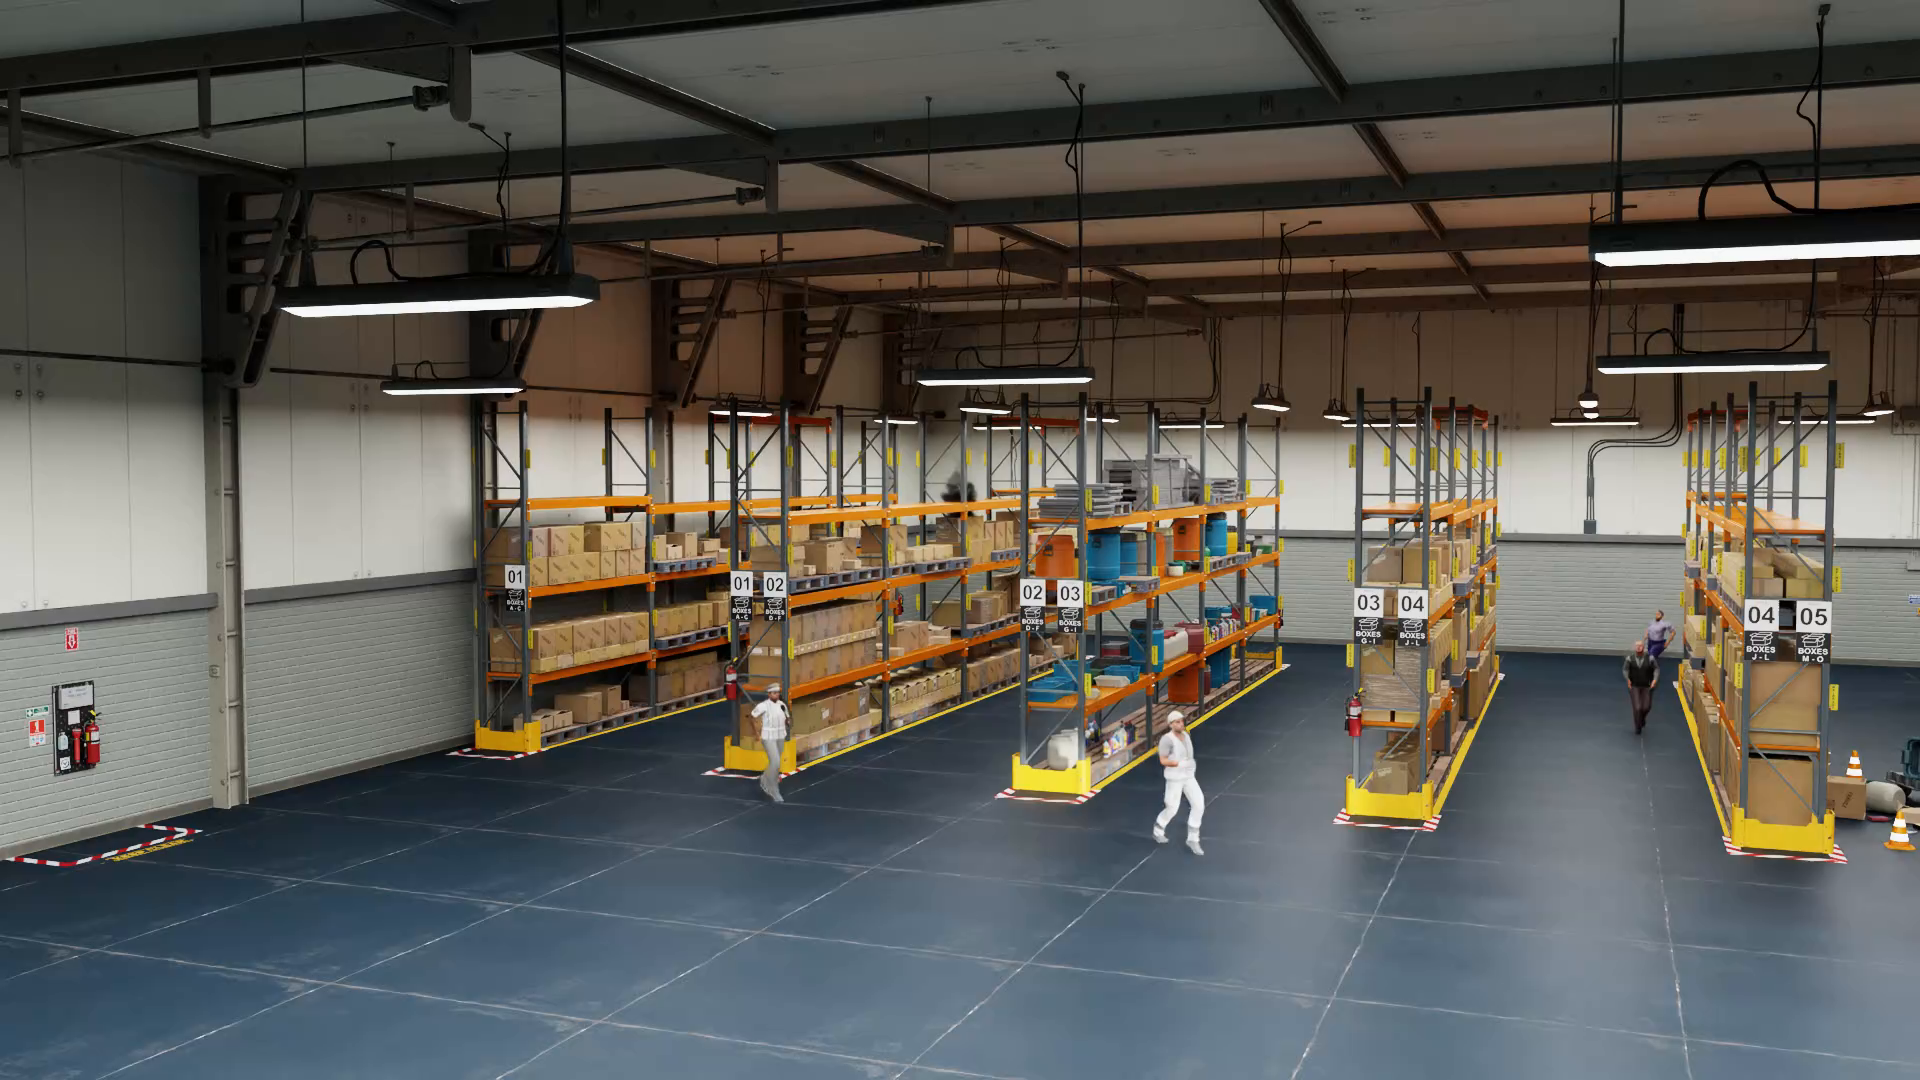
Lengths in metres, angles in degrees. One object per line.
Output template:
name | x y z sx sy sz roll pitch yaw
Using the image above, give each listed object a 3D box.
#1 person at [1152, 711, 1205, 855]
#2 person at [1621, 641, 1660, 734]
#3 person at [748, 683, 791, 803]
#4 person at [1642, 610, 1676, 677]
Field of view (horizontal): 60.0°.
person | 2.805 3.089 21.284 0.669 1.820 0.792 -2 3 -33
person | 12.428 2.690 30.370 0.663 1.690 0.540 1 3 23
person | -2.757 2.966 24.464 0.771 1.757 0.549 3 4 45
person | 15.656 2.394 37.364 0.668 1.659 0.689 -1 3 -22
